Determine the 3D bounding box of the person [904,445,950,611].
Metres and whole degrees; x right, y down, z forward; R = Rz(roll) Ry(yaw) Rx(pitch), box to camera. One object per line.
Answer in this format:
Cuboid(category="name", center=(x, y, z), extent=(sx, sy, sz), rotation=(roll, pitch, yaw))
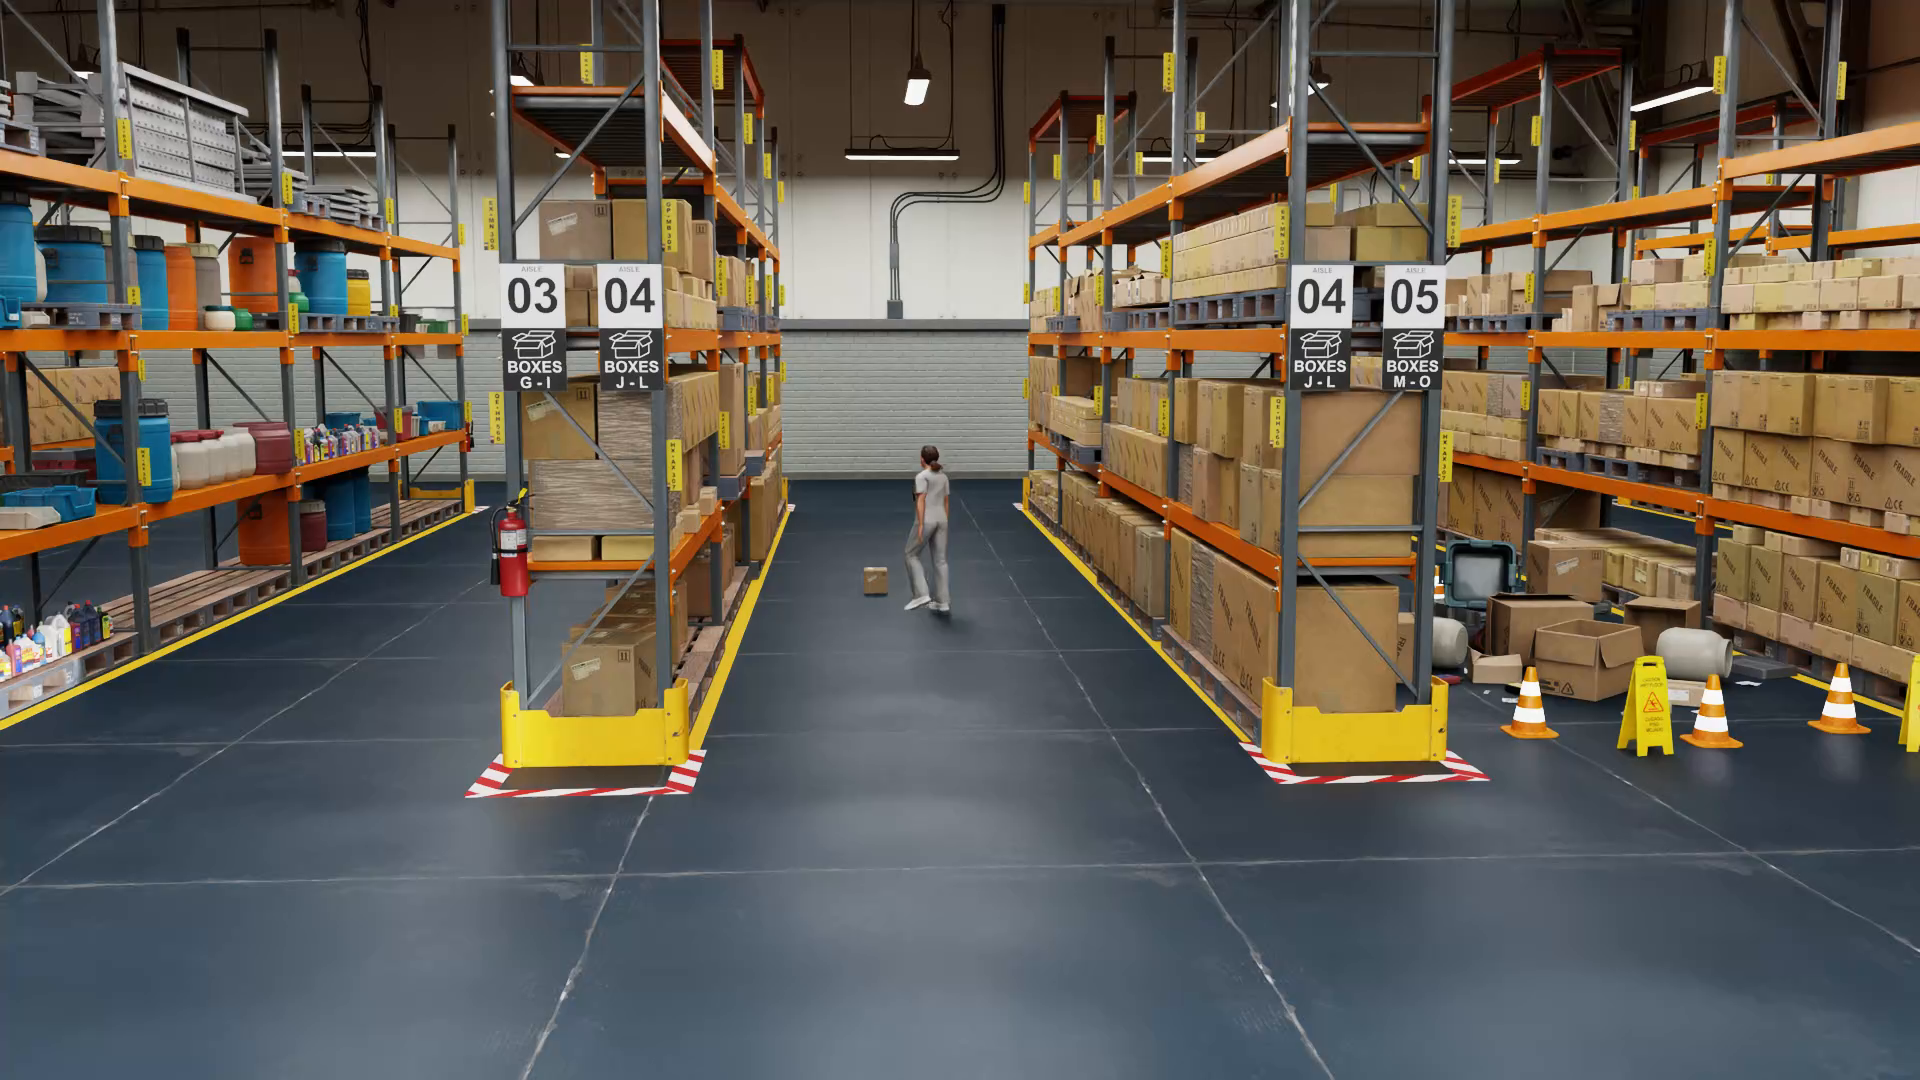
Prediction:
Cuboid(category="person", center=(-0.268, -0.114, 16.685), extent=(0.472, 1.676, 0.537), rotation=(-5, 9, -36))
